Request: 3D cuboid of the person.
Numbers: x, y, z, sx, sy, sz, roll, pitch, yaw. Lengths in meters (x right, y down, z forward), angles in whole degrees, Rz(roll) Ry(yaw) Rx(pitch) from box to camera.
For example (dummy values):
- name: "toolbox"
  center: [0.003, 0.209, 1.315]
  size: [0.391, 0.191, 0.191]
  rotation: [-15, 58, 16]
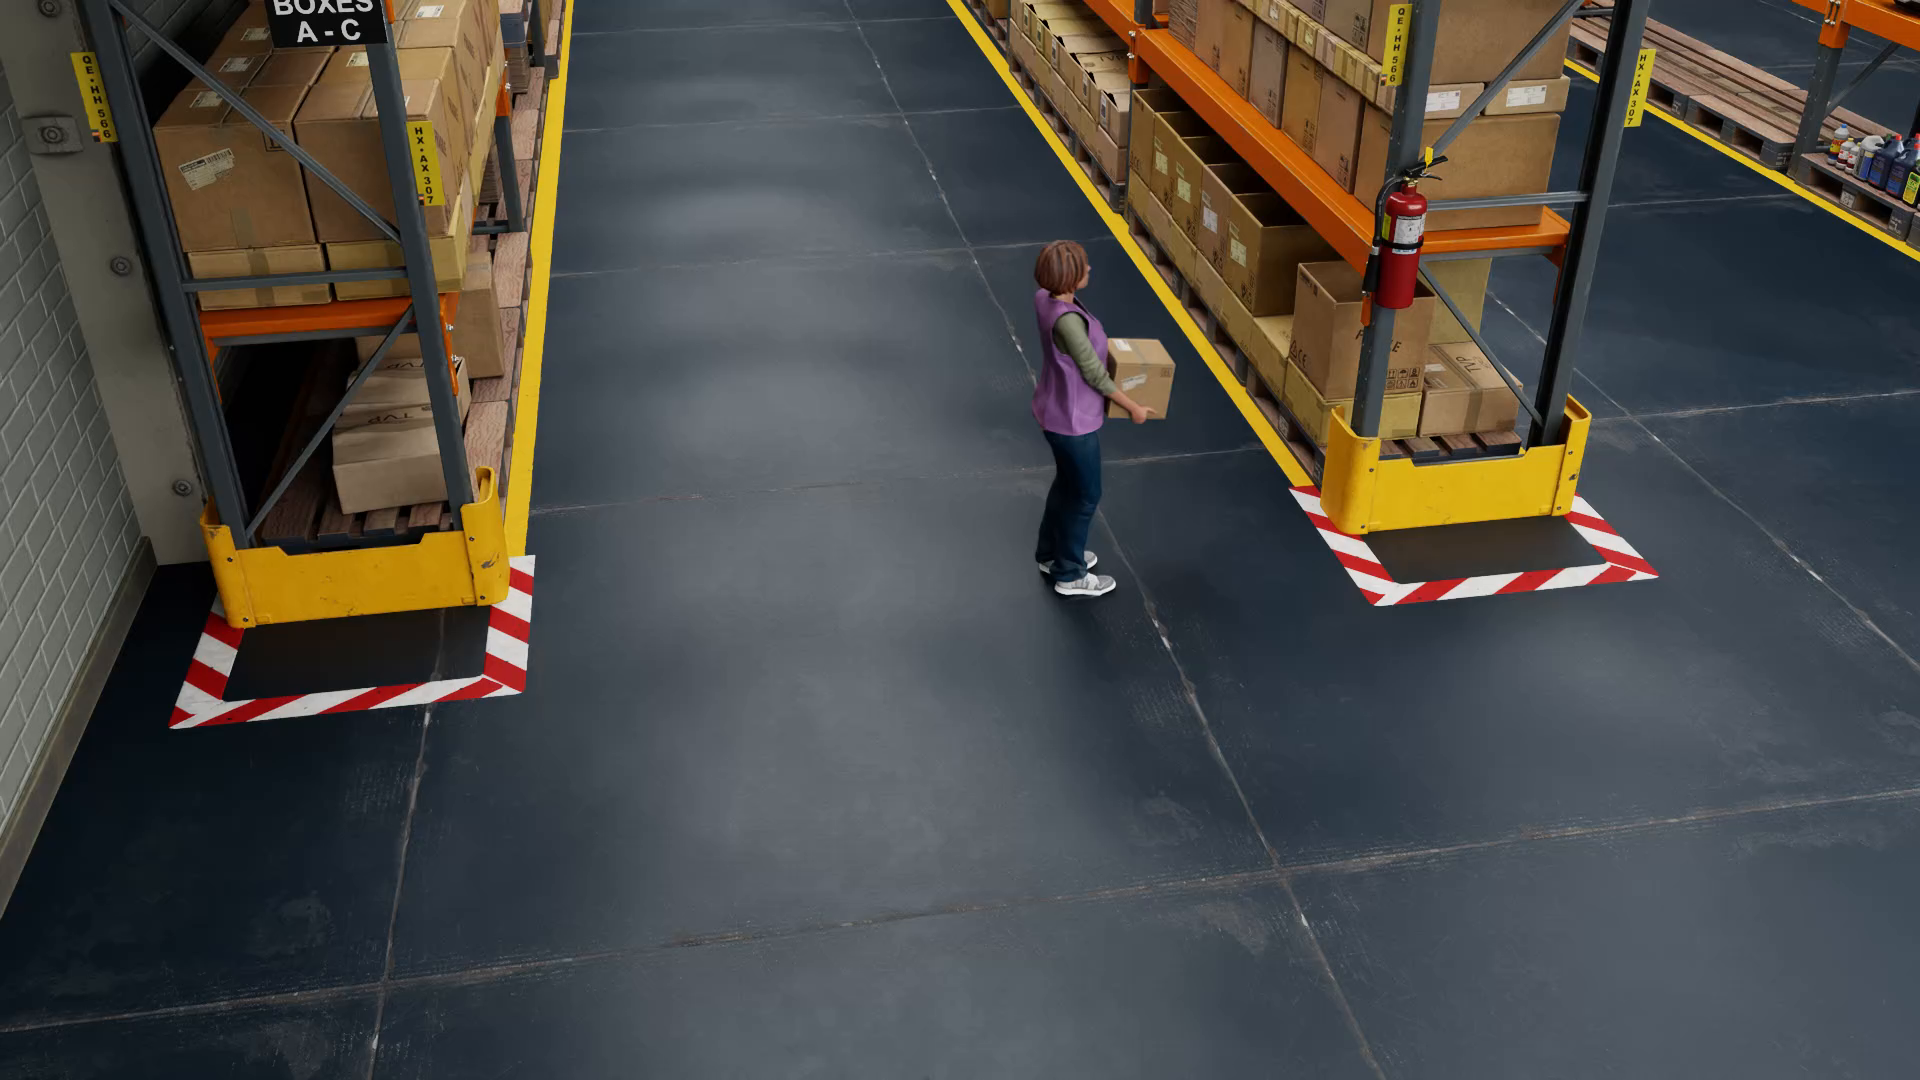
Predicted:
- name: "person"
  center: [0.544, -0.510, 6.993]
  size: [0.500, 1.588, 0.407]
  rotation: [-5, 32, -9]
